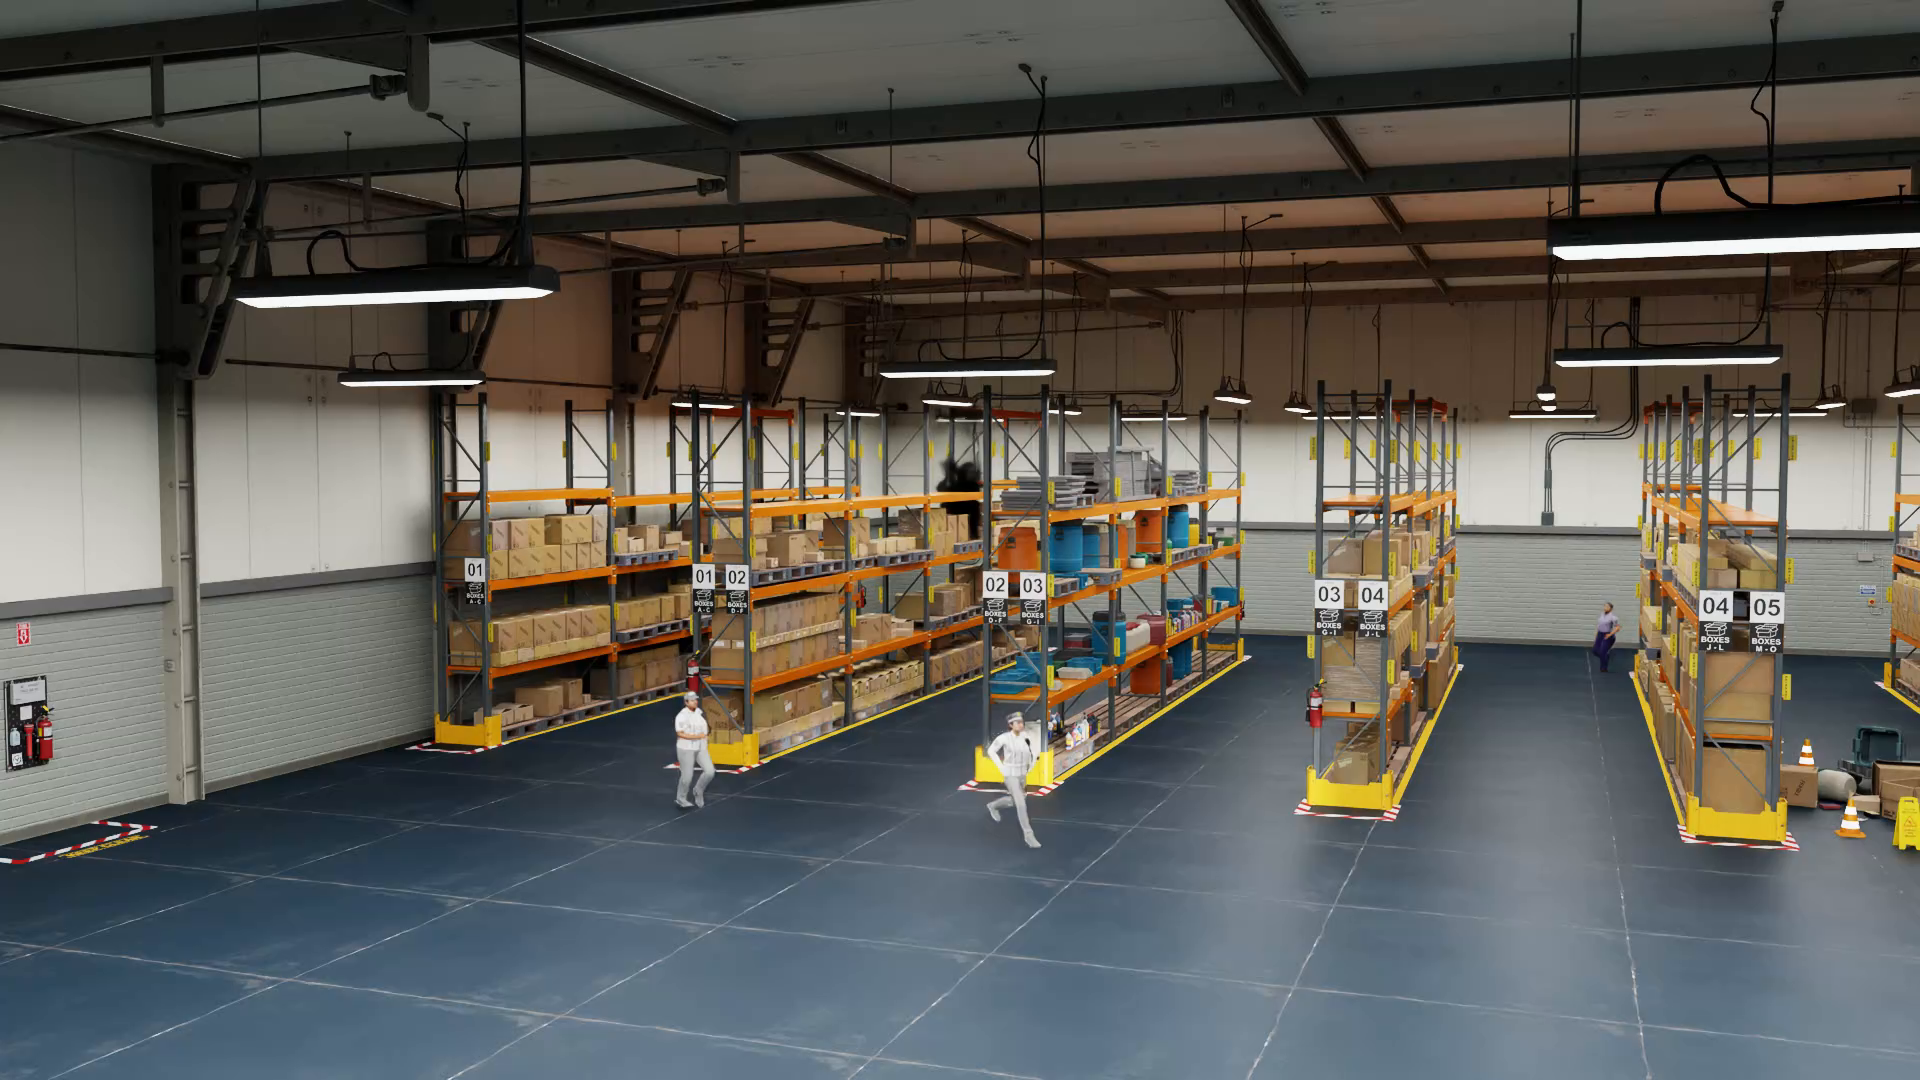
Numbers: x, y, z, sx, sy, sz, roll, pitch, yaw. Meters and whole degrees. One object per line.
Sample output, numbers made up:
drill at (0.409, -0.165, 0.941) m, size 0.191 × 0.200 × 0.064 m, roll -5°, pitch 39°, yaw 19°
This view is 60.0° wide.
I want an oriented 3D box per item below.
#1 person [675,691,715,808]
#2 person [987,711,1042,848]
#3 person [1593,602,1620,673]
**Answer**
person at (-3.718, 2.935, 23.243) m, size 0.643 × 1.648 × 0.579 m, roll 3°, pitch 4°, yaw 43°
person at (0.679, 2.990, 21.399) m, size 0.584 × 1.611 × 0.951 m, roll -3°, pitch 4°, yaw -41°
person at (14.709, 2.236, 37.713) m, size 0.555 × 1.633 × 0.628 m, roll -2°, pitch 4°, yaw -31°
